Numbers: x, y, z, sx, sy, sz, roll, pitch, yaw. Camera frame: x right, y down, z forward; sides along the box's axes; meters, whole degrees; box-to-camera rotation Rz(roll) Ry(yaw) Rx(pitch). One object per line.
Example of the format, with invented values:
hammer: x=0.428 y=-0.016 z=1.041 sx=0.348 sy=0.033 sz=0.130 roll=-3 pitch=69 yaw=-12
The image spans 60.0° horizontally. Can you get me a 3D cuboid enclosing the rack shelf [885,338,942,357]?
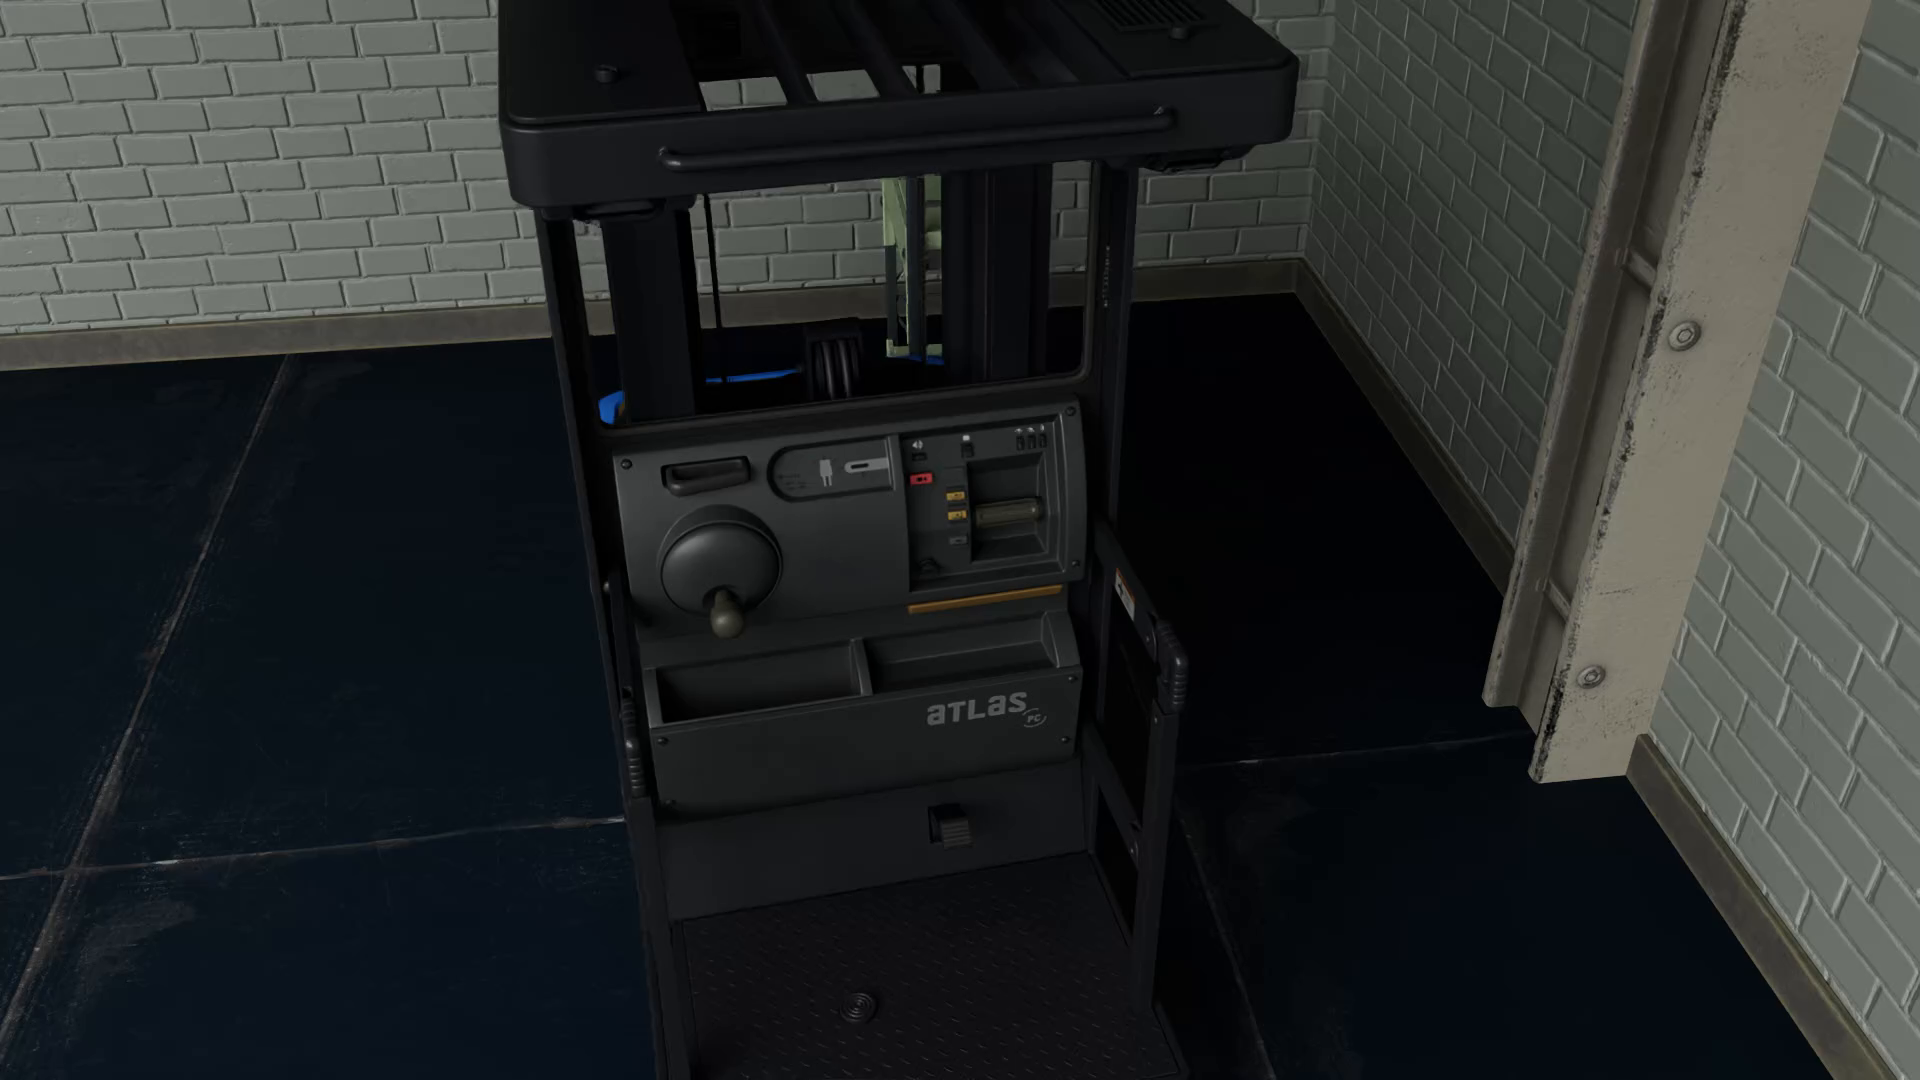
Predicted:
rack shelf: x=-0.001 y=-0.354 z=5.517 sx=0.431 sy=0.370 sz=0.720 roll=-4 pitch=35 yaw=-6

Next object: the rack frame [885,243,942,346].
rack frame: x=-0.050 y=-0.828 z=5.633 sx=0.400 sy=1.500 sz=0.023 roll=-4 pitch=35 yaw=-6

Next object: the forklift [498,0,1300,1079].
forklift: x=-0.151 y=0.015 z=3.125 sx=1.130 sy=2.935 sz=3.031 roll=-8 pitch=35 yaw=-11

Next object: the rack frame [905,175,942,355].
rack frame: x=0.048 y=-0.419 z=5.033 sx=0.400 sy=1.500 sz=0.023 roll=-4 pitch=35 yaw=-6

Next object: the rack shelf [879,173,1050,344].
rack shelf: x=-0.001 y=-0.946 z=5.113 sx=0.431 sy=0.370 sz=0.720 roll=-4 pitch=35 yaw=-6

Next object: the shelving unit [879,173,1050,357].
shelving unit: x=-0.001 y=-0.623 z=5.333 sx=0.431 sy=1.500 sz=0.755 roll=-4 pitch=35 yaw=-6

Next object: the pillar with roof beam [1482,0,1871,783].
pillar with roof beam: x=-2.503 y=-2.822 z=1.900 sx=9.100 sy=9.000 sz=0.400 roll=-4 pitch=35 yaw=-6
